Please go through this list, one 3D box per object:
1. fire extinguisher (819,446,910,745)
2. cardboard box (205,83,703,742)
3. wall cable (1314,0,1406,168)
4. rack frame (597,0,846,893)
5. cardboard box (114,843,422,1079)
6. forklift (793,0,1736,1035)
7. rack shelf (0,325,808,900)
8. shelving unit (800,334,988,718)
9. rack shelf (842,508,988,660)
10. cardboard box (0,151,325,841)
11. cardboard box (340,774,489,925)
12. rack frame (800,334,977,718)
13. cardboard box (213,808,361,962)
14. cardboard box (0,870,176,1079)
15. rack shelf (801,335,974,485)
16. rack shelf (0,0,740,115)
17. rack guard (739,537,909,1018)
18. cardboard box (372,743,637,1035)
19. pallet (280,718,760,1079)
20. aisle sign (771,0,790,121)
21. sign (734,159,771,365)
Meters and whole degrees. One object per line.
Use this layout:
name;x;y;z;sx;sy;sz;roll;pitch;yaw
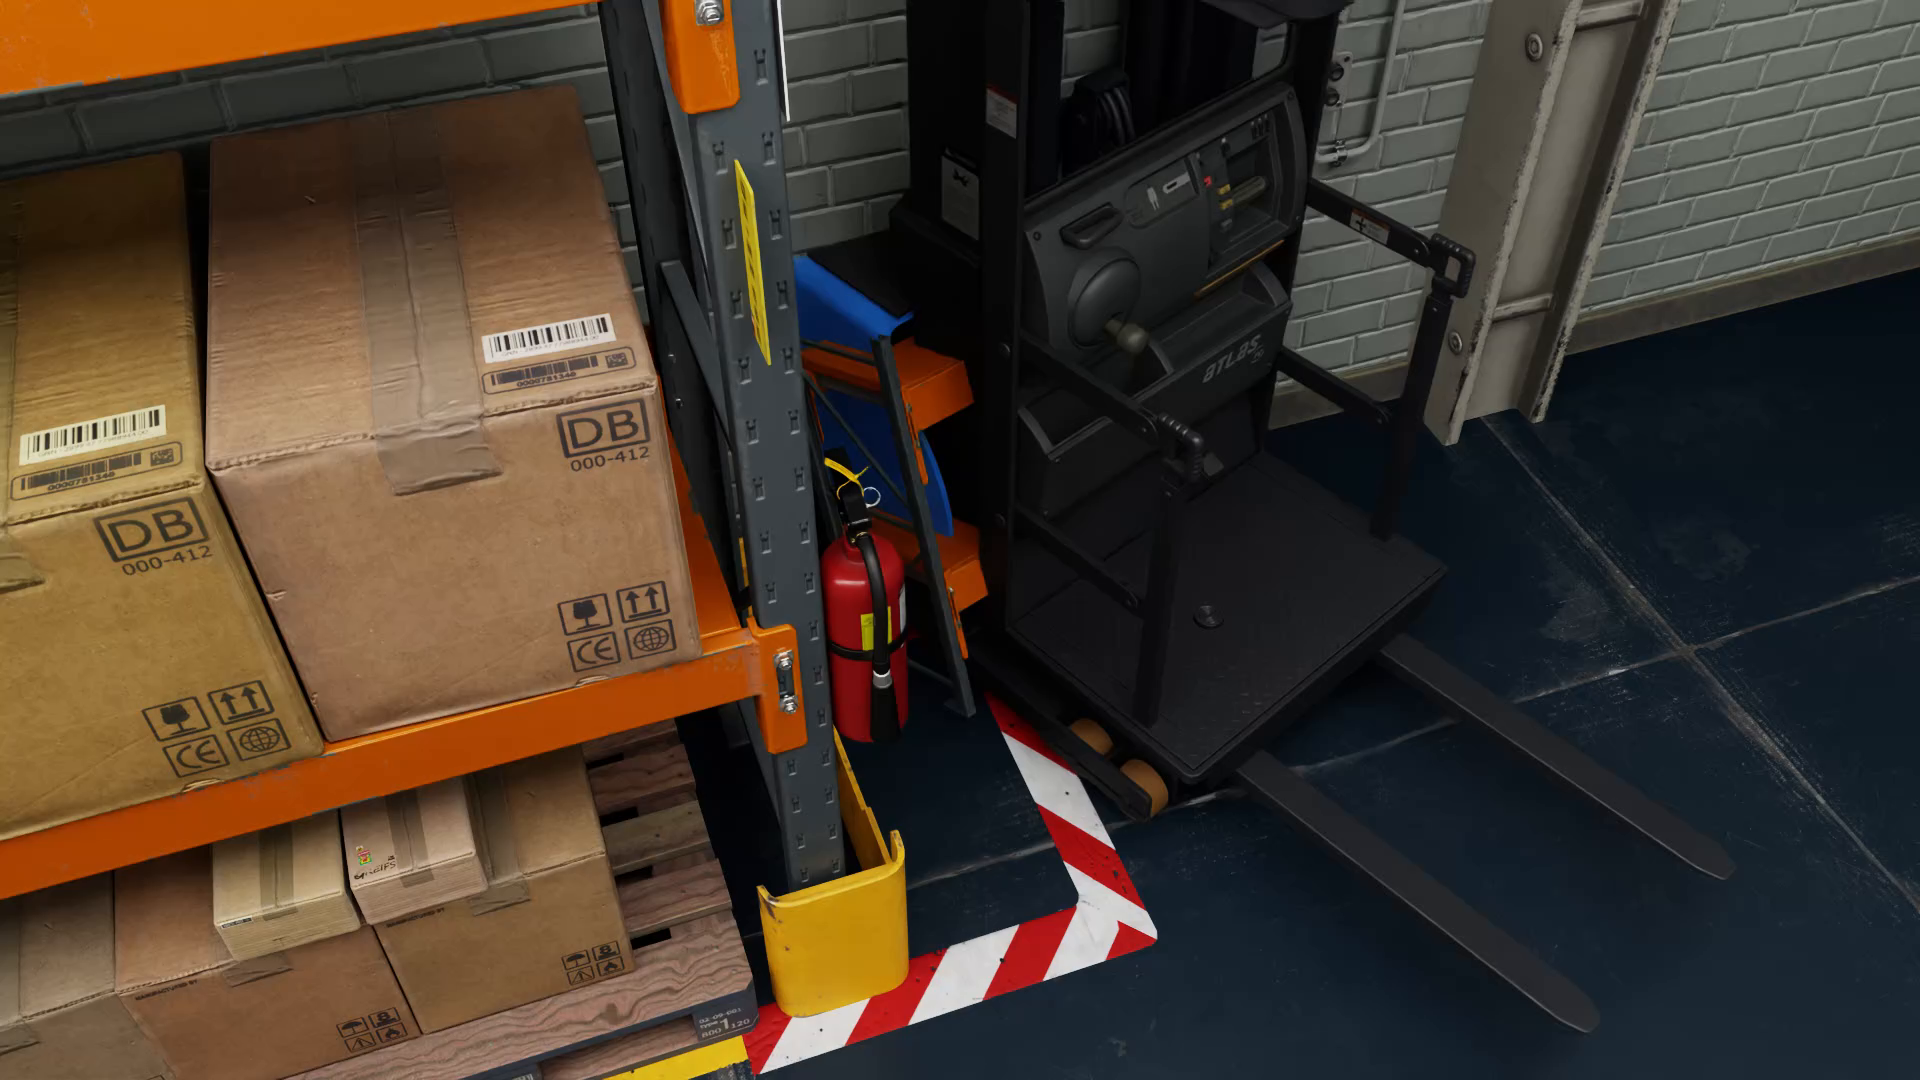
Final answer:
fire extinguisher;-0.193;0.132;3.318;0.183;0.674;0.296;-14;47;-14
cardboard box;-0.968;-0.274;3.194;0.700;0.700;0.980;-12;46;-12
wall cable;0.392;-1.594;4.004;1.851;1.984;0.084;-14;47;-14
rack frame;-0.492;-0.298;3.429;0.127;3.000;1.000;-14;47;-14
cardboard box;-1.587;0.792;3.811;0.500;0.500;0.700;-14;47;-14
forklift;0.657;-0.693;3.871;1.130;2.935;3.031;-33;54;-29
rack shelf;-2.373;0.437;3.204;4.000;0.370;1.077;-14;47;-14
shelving unit;0.150;-0.291;4.729;1.048;1.125;0.538;-30;33;-30
rack shelf;0.197;-0.081;4.845;1.000;0.278;0.538;-30;33;-30
cardboard box;-1.648;-0.092;3.012;0.700;0.700;0.980;-15;47;-14
cardboard box;-1.175;0.595;3.550;0.250;0.149;0.380;-15;47;-14
rack frame;-0.231;-0.068;4.478;0.032;1.125;0.500;-30;33;-30
cardboard box;-1.415;0.657;3.488;0.250;0.149;0.380;-13;47;-13
cardboard box;-2.060;0.913;3.690;0.500;0.500;0.700;-16;47;-15
rack shelf;0.094;-0.543;4.591;1.000;0.278;0.538;-30;33;-30
rack shelf;-2.373;-0.622;2.142;4.000;0.370;1.077;-14;47;-14
rack guard;-0.469;0.579;4.320;0.348;0.500;1.175;-14;47;-14
cardboard box;-1.116;0.671;3.931;0.500;0.500;0.700;-14;47;-14
pallet;-1.217;0.931;4.173;1.213;0.211;1.003;-14;47;-14
aisle sign;-0.322;-1.033;2.326;0.004;0.787;0.394;-14;47;-14
sign;-0.320;-0.425;2.571;0.005;0.325;0.100;-14;47;-14
